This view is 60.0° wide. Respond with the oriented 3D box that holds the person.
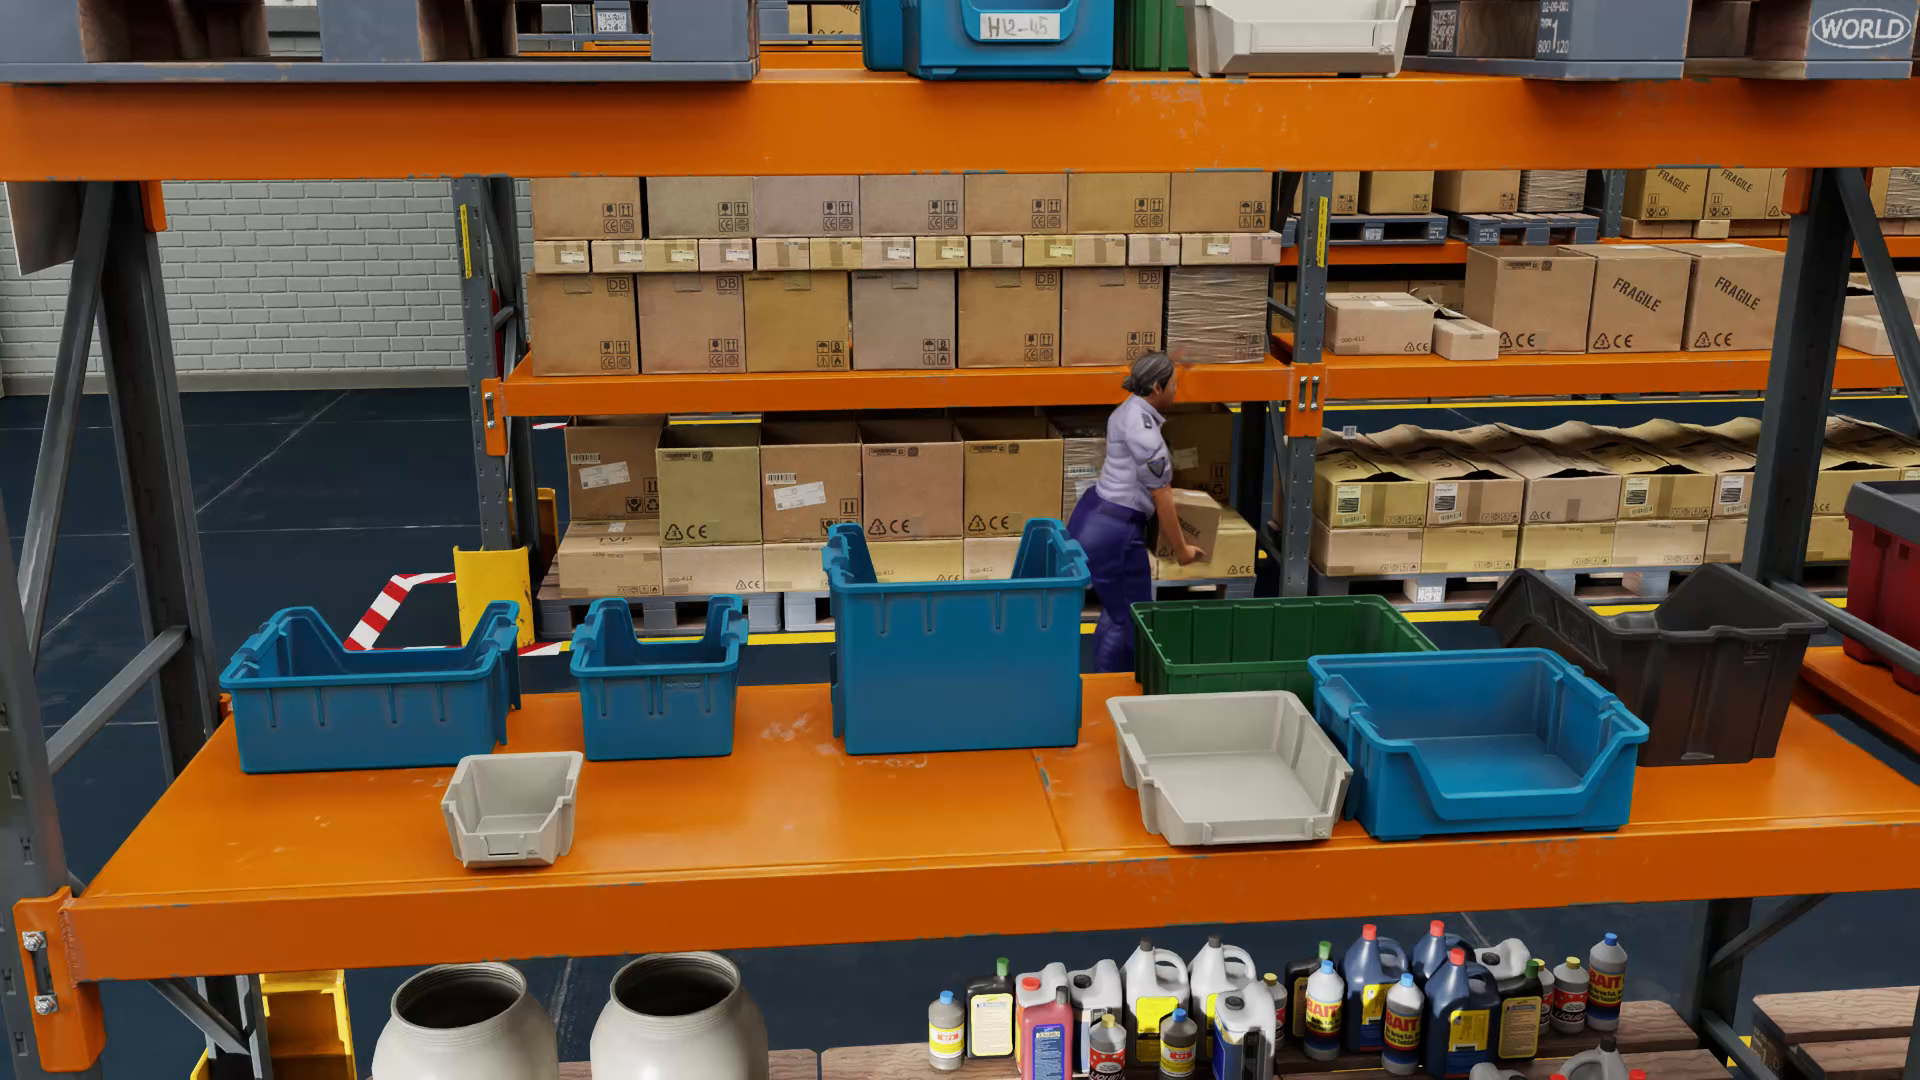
[{"bbox_3d":[0.704,-0.022,7.129,0.392,1.651,0.559,-3,17,-9],"label":"person"}]
